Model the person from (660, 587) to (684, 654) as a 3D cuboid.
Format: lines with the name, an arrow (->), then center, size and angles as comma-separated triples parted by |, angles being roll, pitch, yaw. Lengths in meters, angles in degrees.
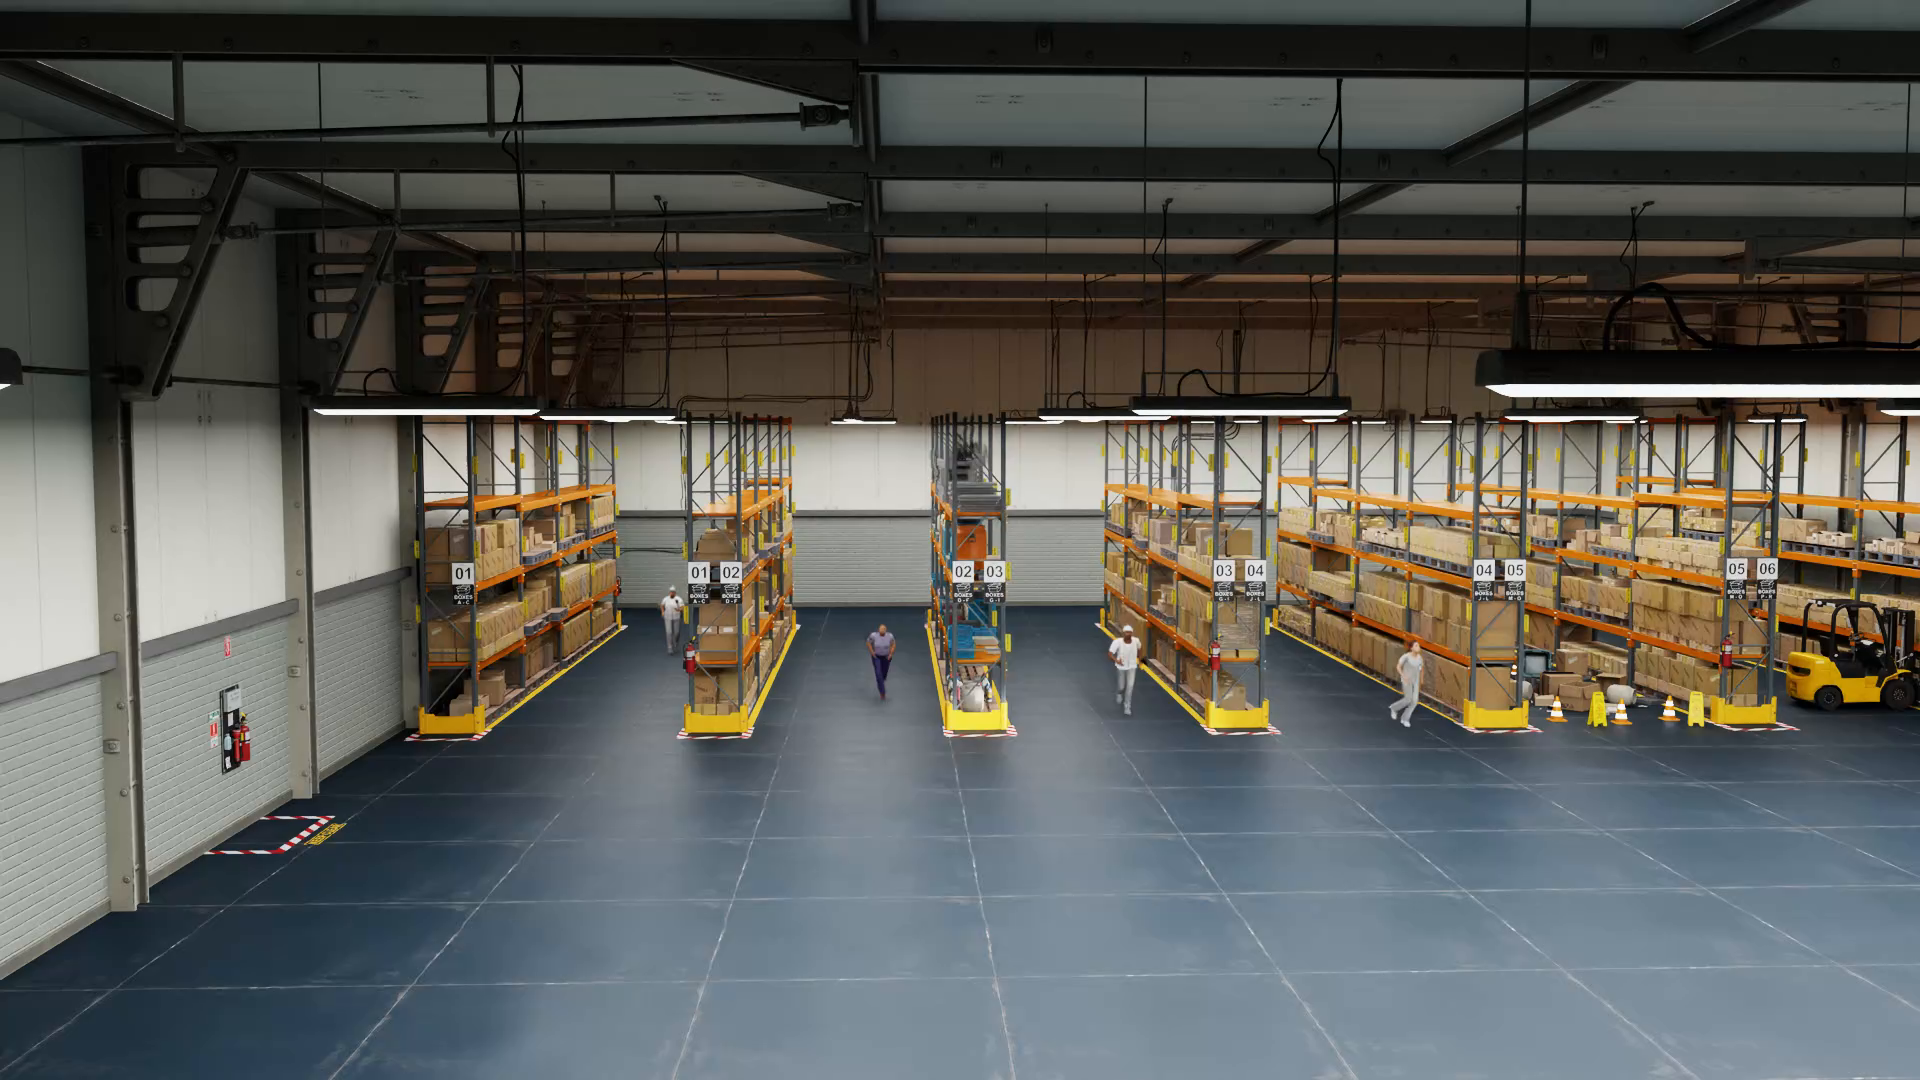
person -> -7.282, 2.013, 42.134 | 0.611, 1.647, 0.890 | -1, 4, -11

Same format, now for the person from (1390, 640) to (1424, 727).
person -> 8.678, 2.739, 32.065 | 0.578, 1.633, 0.594 | -2, 4, -21

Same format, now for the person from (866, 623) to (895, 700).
person -> -1.682, 2.548, 35.284 | 0.613, 1.641, 0.898 | -1, 4, -8

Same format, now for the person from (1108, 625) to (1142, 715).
person -> 3.327, 2.575, 33.422 | 0.725, 1.756, 0.993 | -1, 4, -8
